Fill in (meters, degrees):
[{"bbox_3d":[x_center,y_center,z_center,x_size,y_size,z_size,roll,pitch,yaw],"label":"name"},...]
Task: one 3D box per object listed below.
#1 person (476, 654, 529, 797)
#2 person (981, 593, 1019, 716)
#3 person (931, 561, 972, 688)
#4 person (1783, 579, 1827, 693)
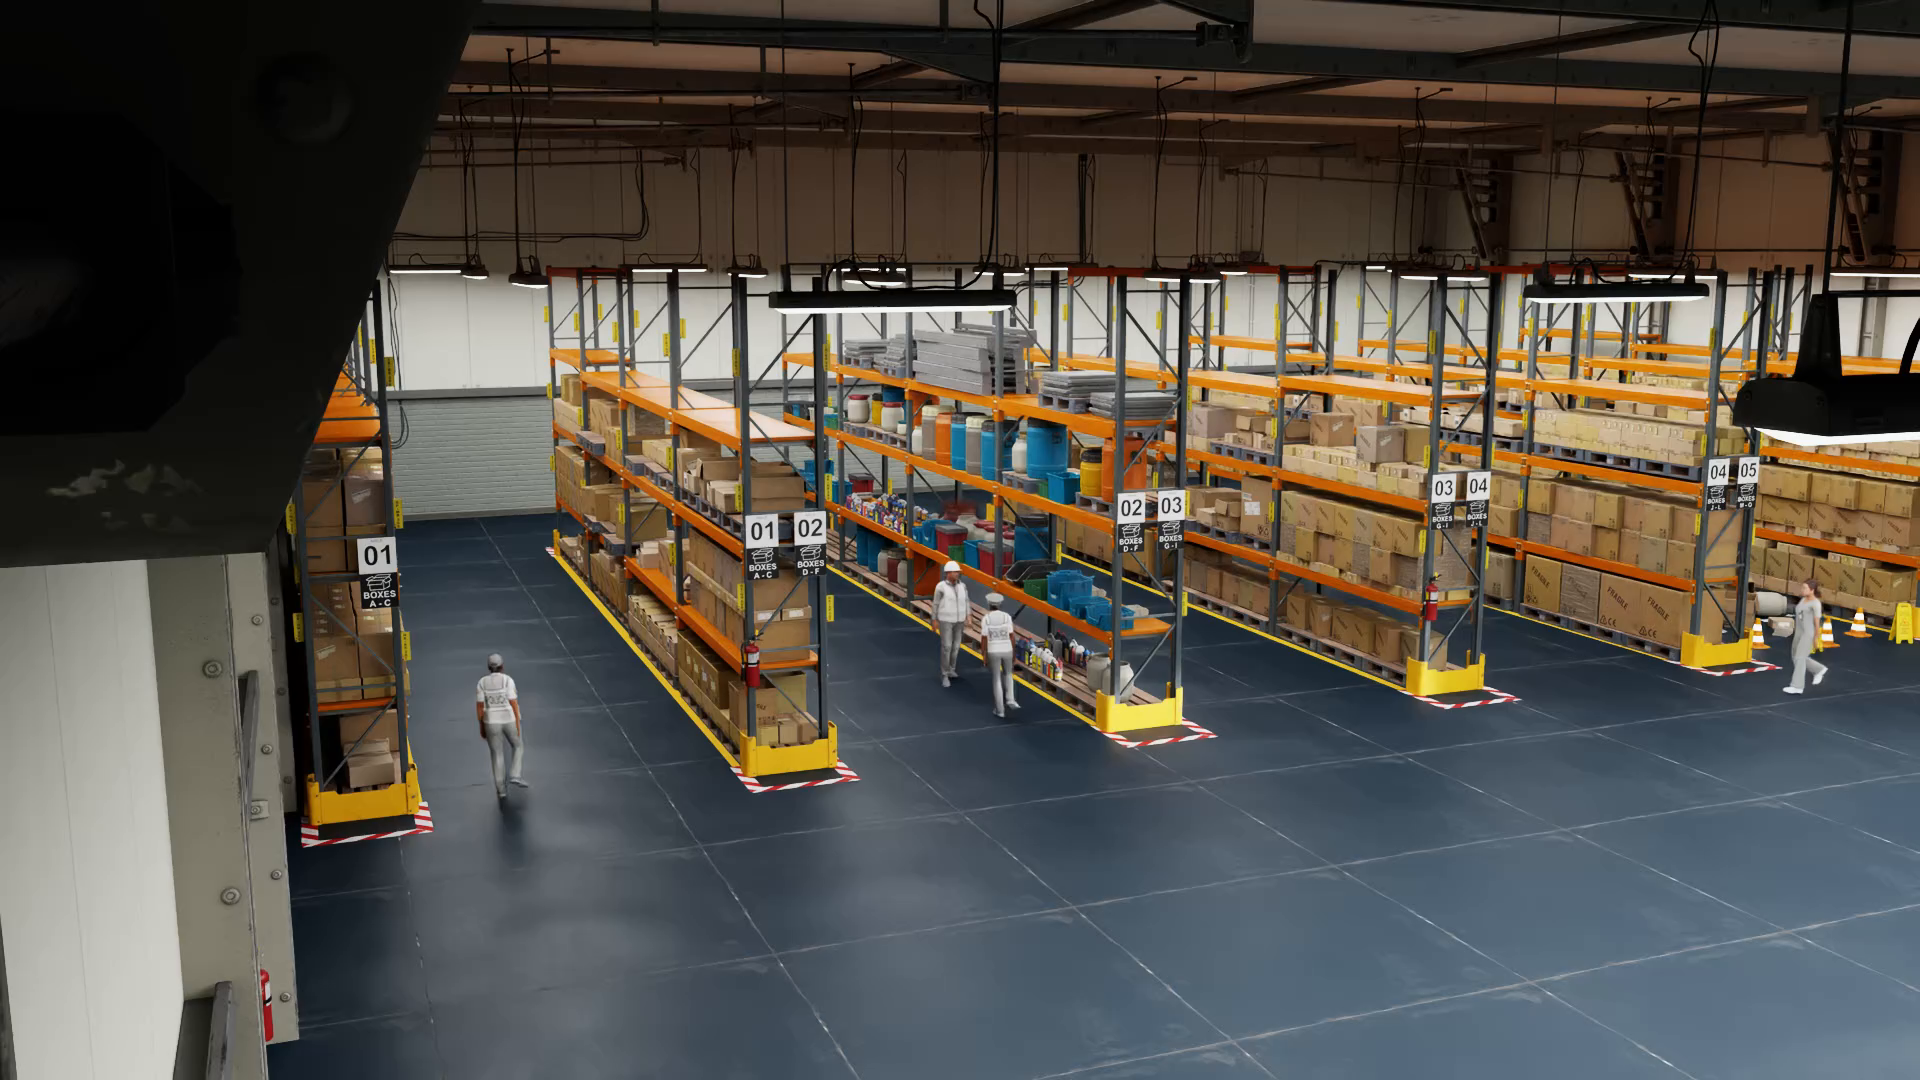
[{"bbox_3d":[-5.365,2.161,19.472,0.547,1.652,0.516,-2,10,-14],"label":"person"},{"bbox_3d":[0.545,1.574,22.793,0.510,1.667,0.470,-2,10,-14],"label":"person"},{"bbox_3d":[-0.122,1.219,24.575,0.640,1.802,0.636,-7,12,-34],"label":"person"},{"bbox_3d":[12.232,1.378,23.913,0.765,1.650,0.453,-2,10,-11],"label":"person"}]
